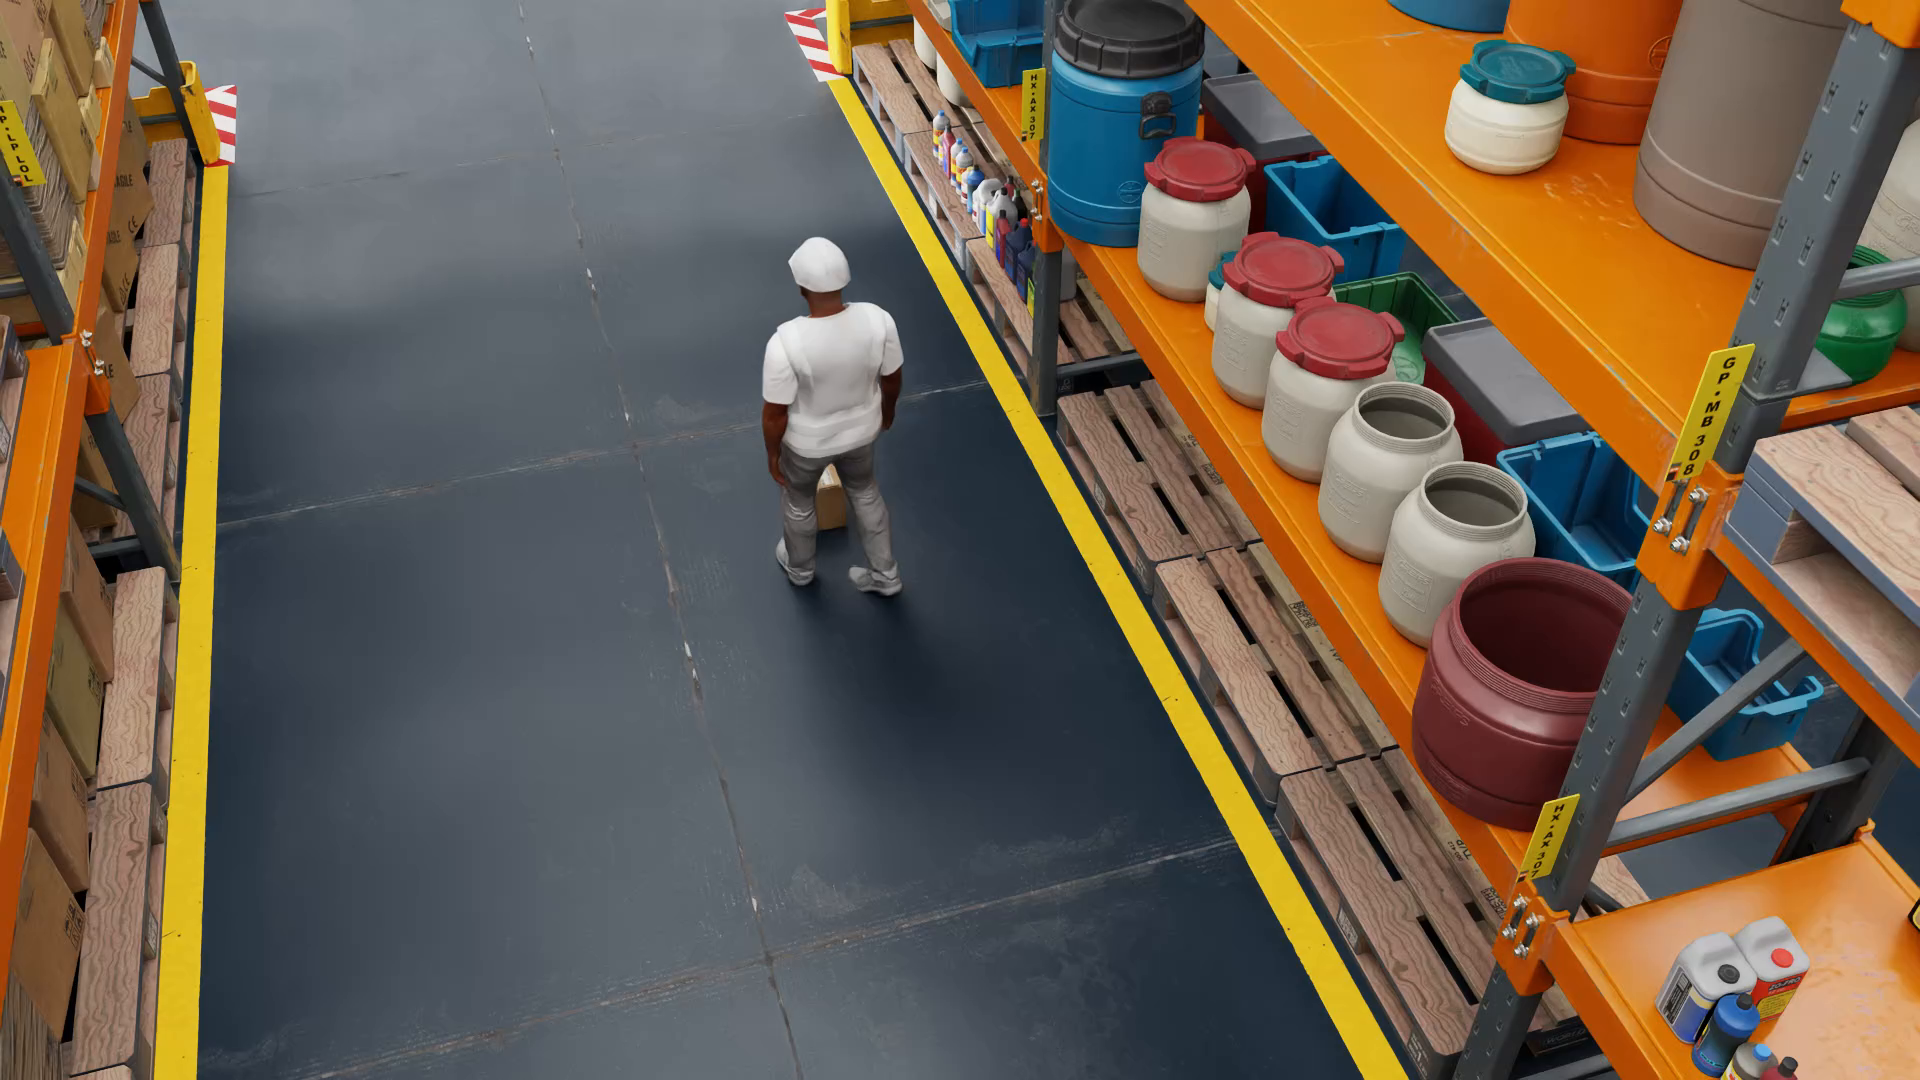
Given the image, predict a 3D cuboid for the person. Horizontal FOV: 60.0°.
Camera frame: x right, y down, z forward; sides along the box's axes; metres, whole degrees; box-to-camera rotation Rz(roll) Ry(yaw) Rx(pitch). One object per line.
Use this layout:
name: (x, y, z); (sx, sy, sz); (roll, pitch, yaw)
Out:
person: (-0.553, -0.492, 6.715); (0.597, 1.775, 0.579); (-18, 45, -19)
